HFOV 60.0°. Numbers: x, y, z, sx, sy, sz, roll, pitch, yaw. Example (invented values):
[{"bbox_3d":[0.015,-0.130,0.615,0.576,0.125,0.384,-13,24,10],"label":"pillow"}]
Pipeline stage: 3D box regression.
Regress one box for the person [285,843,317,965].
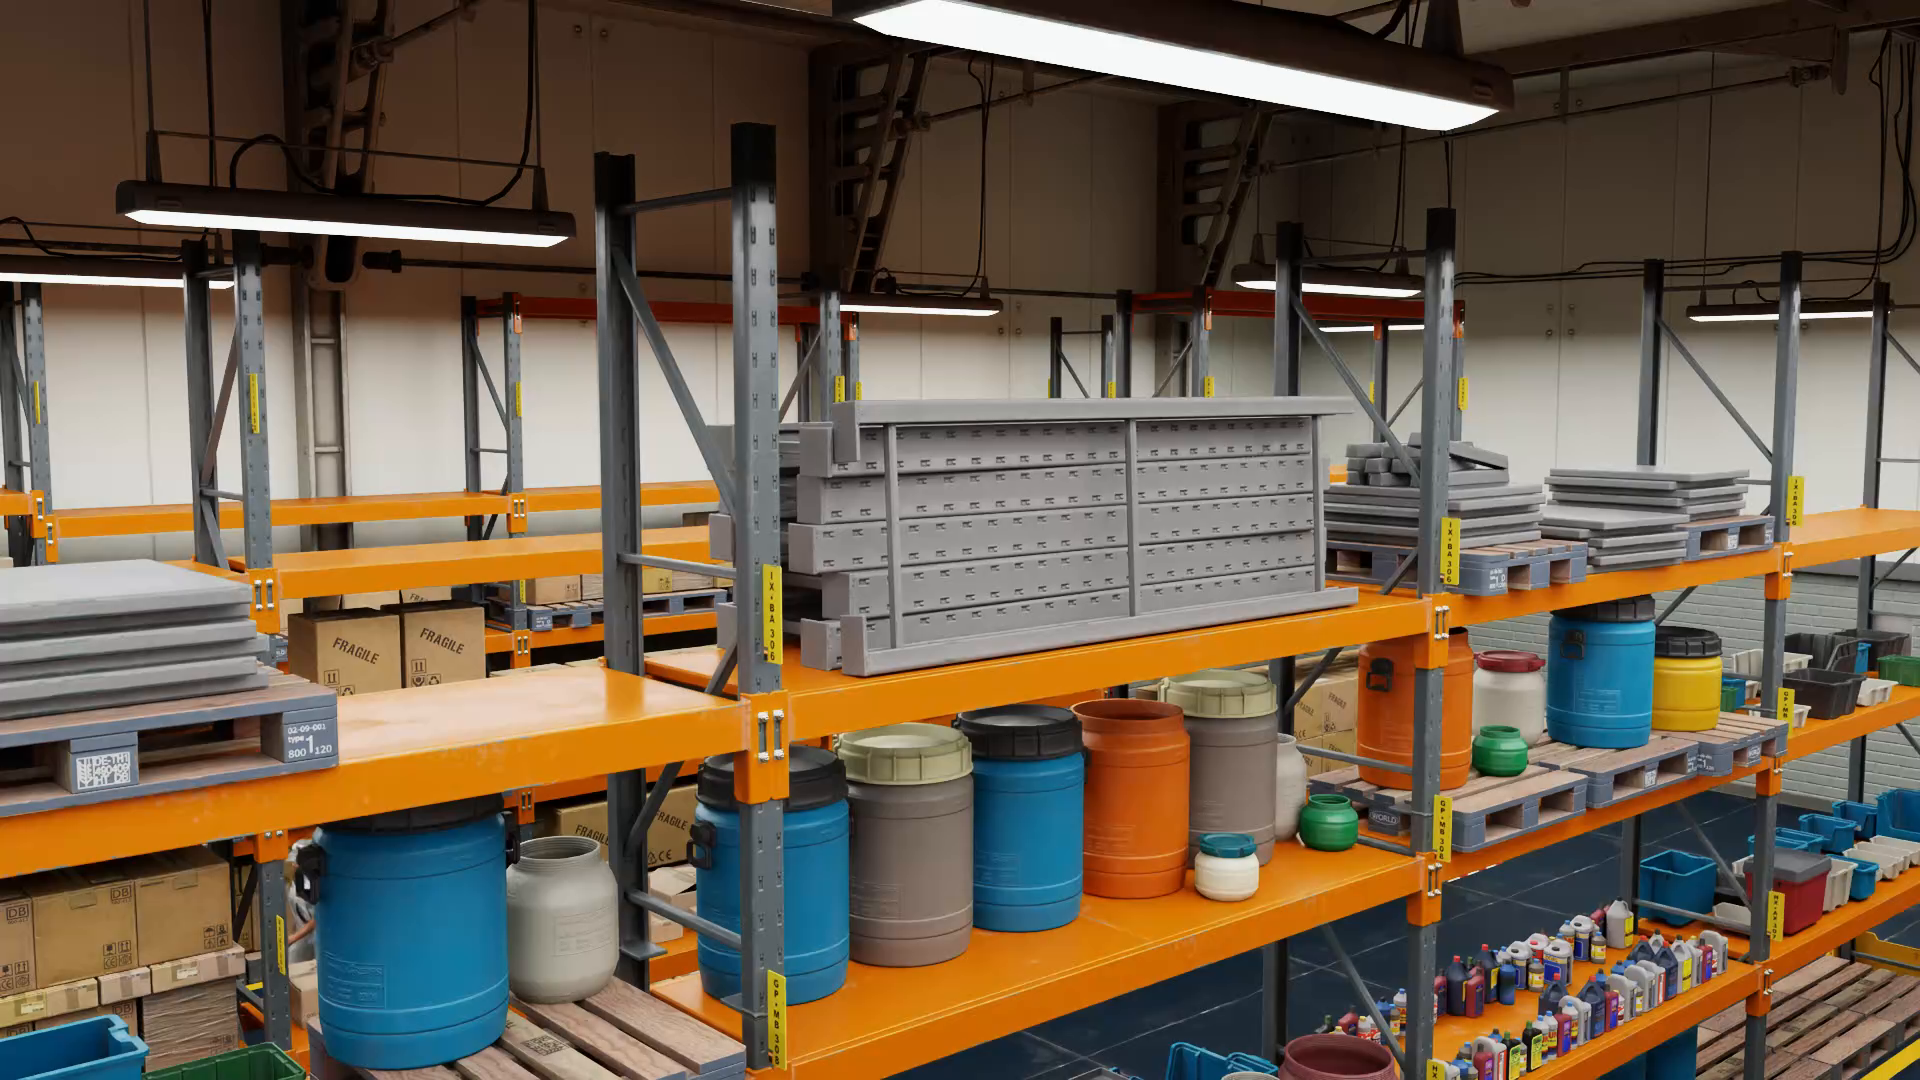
[{"bbox_3d":[-5.101,3.130,13.037,0.595,1.585,0.856,5,7,42],"label":"person"}]
